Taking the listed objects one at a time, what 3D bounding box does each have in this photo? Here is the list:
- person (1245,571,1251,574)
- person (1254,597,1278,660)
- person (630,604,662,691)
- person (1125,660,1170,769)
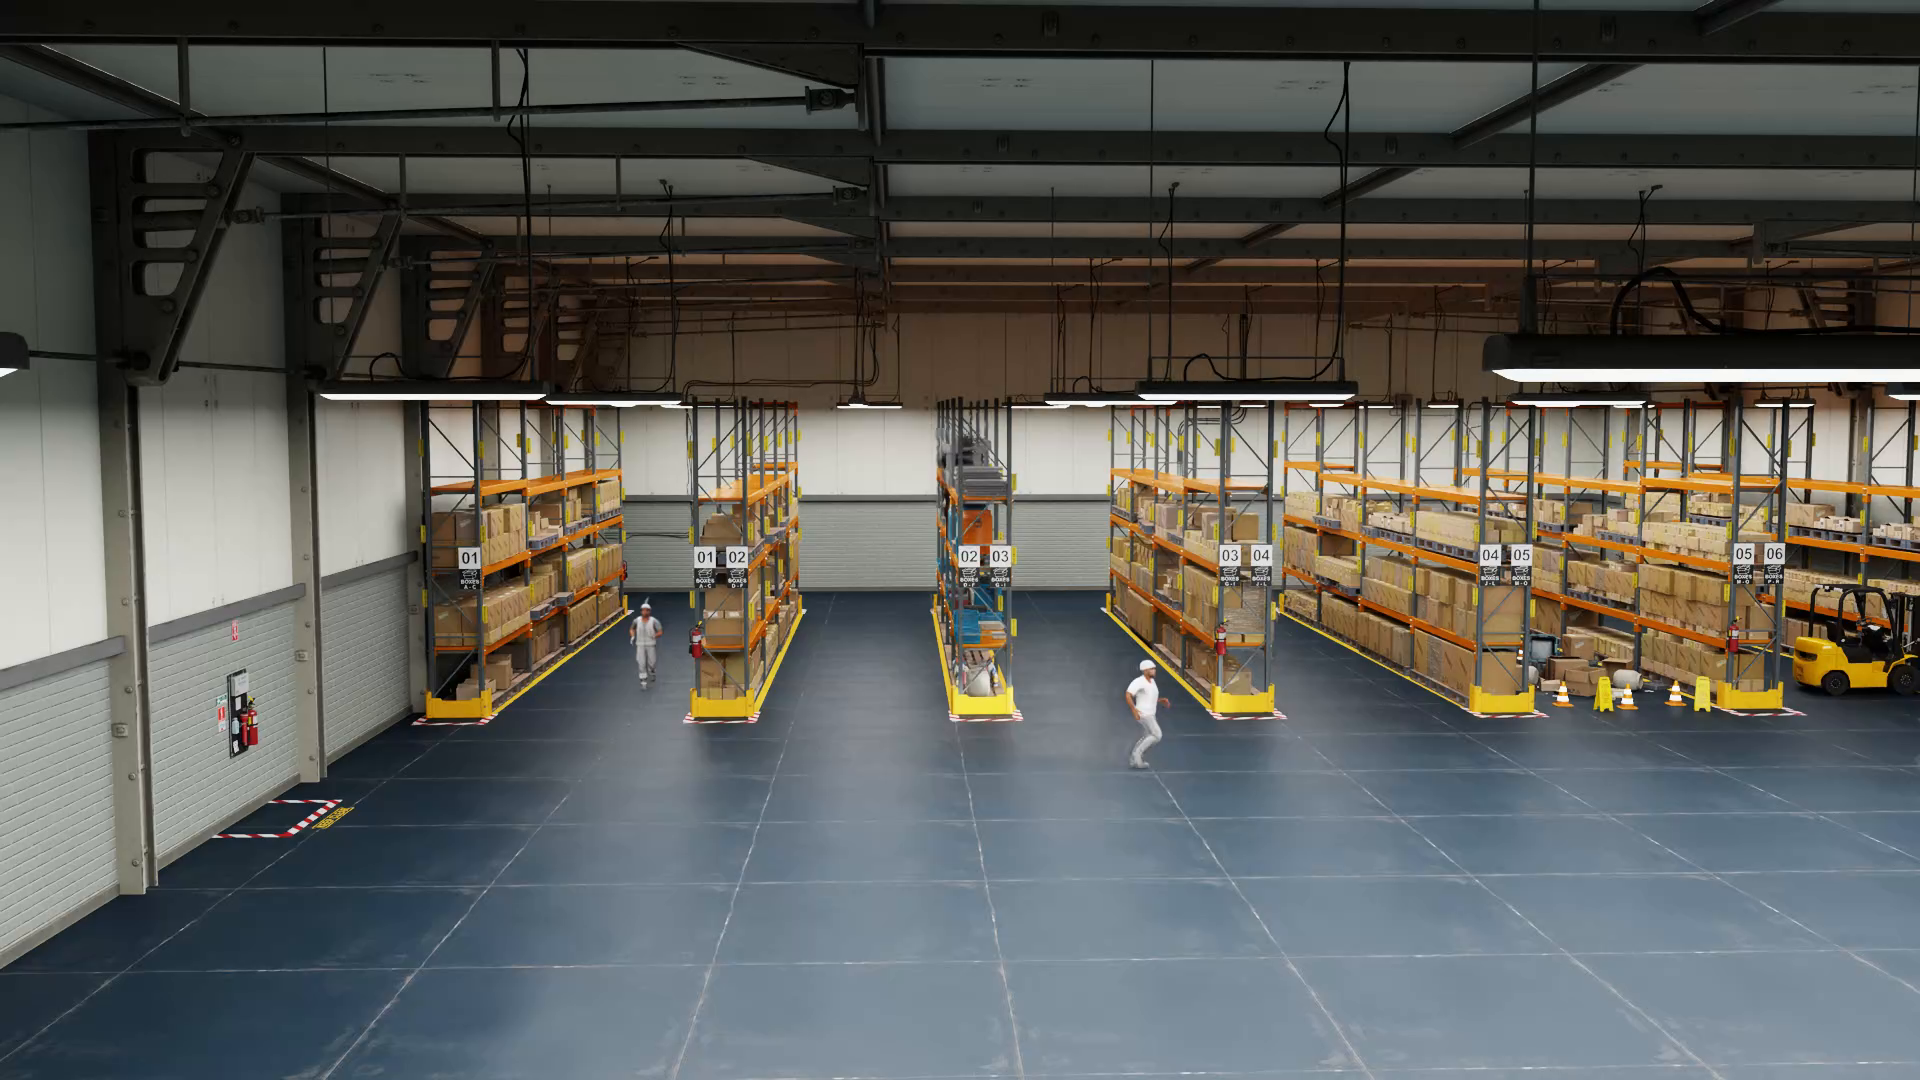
[{"bbox_3d":[8.030,1.341,46.365,0.617,1.618,0.575,0,4,1],"label":"person"},{"bbox_3d":[7.080,1.913,38.532,0.677,1.686,0.829,-1,4,-8],"label":"person"},{"bbox_3d":[-6.485,2.193,34.329,0.669,1.761,0.876,0,4,-5],"label":"person"},{"bbox_3d":[3.027,2.791,26.658,0.633,1.736,0.700,2,5,23],"label":"person"}]
